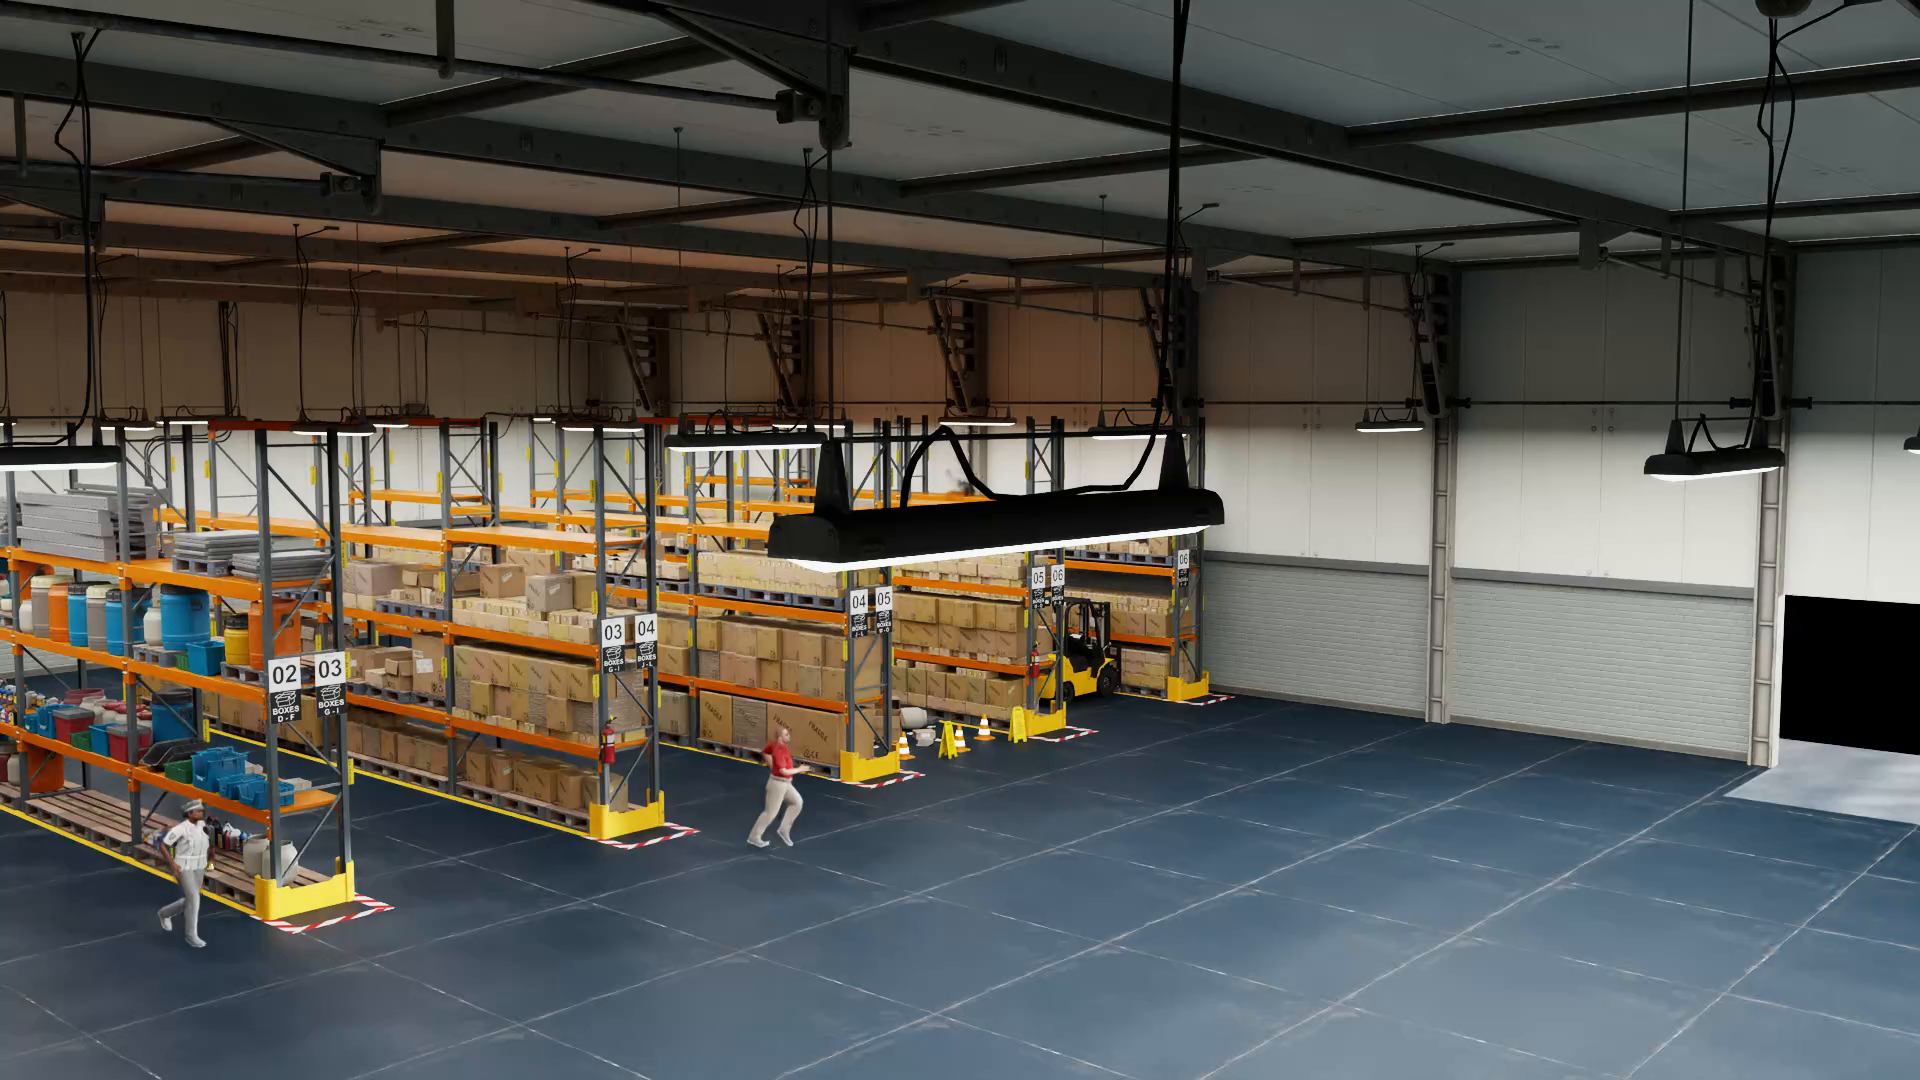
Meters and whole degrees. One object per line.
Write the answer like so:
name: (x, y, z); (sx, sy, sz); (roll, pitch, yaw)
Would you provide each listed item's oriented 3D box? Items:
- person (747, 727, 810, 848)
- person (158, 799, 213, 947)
person: (-2.570, 3.518, 23.604); (0.893, 1.750, 0.672); (0, 5, -2)
person: (-9.098, 3.890, 19.618); (0.782, 1.674, 0.614); (2, 5, 20)
